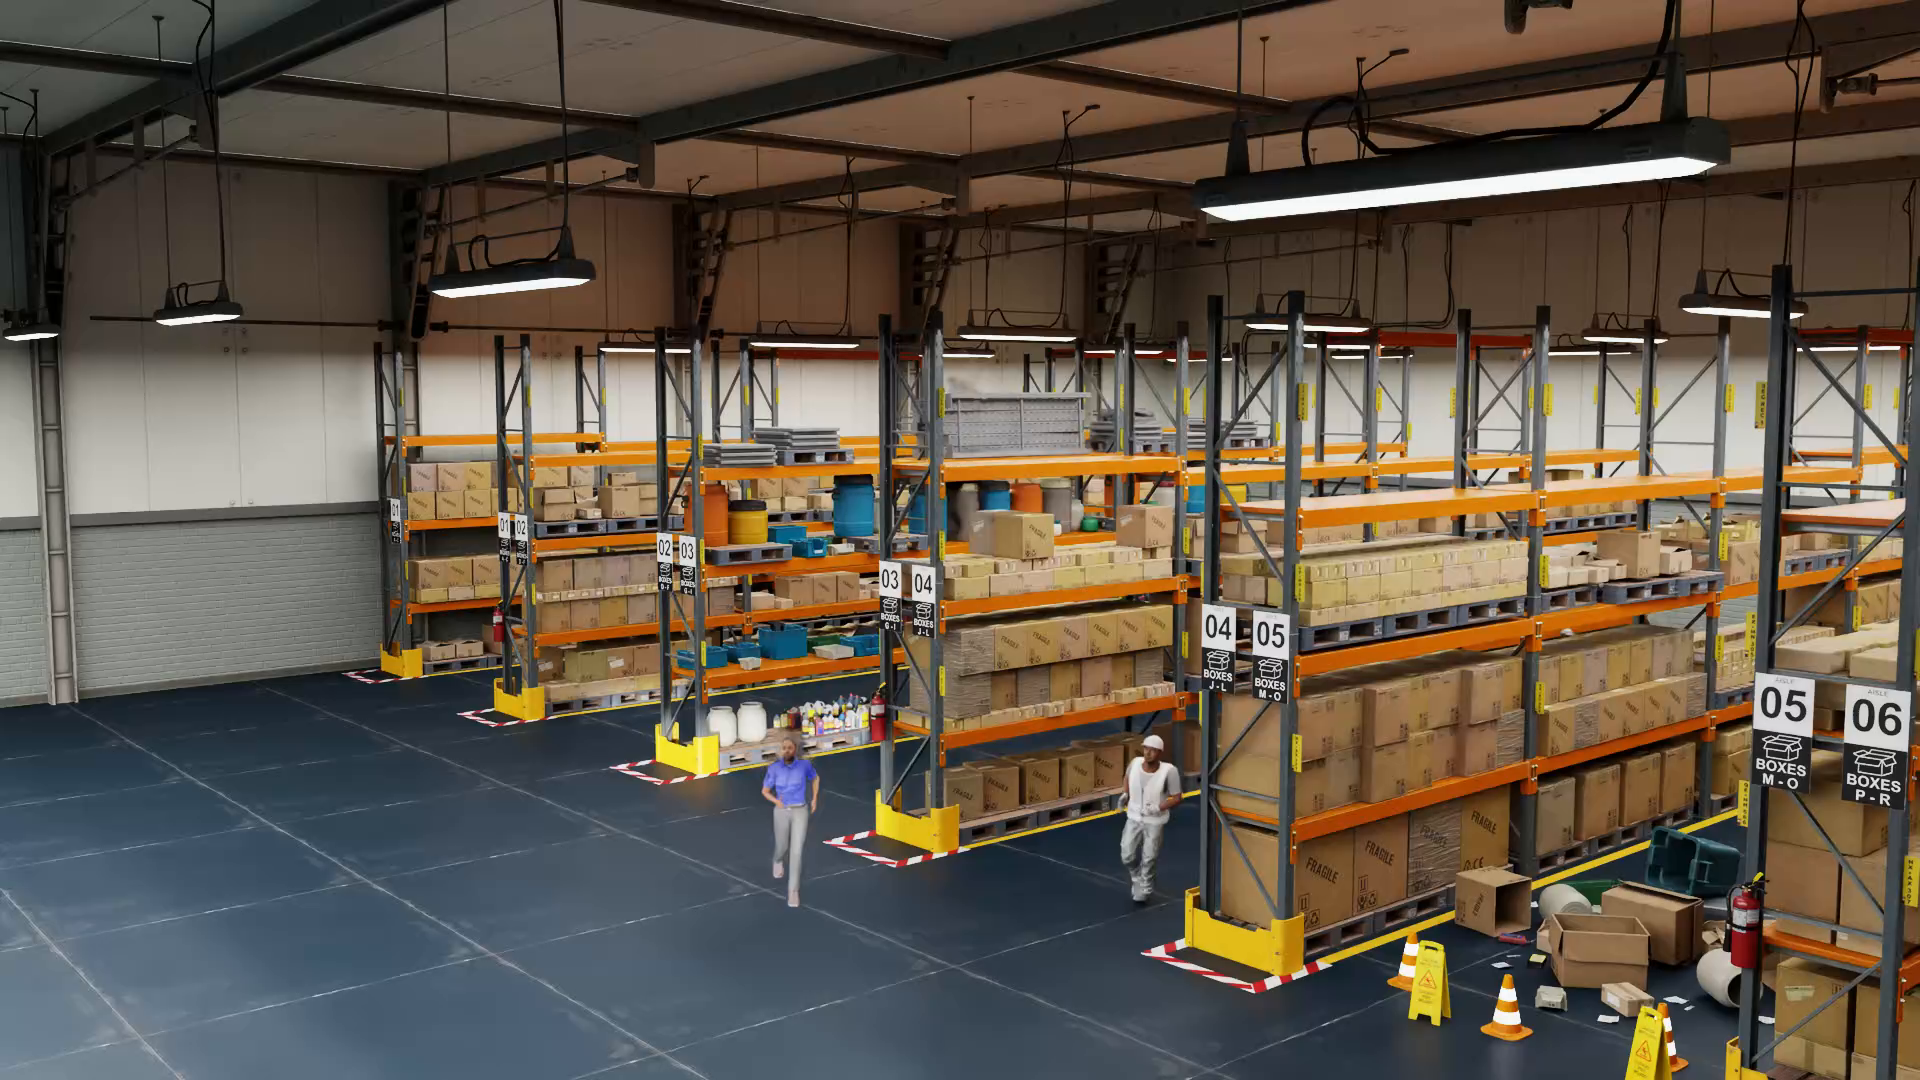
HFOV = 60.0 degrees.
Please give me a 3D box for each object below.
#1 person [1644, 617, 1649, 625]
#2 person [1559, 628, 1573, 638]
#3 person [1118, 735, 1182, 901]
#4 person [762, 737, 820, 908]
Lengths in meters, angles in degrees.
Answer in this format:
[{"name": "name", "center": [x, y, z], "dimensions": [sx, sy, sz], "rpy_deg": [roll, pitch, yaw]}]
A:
[{"name": "person", "center": [10.790, 1.989, 26.318], "dimensions": [0.560, 1.585, 0.686], "rpy_deg": [5, 7, 45]}, {"name": "person", "center": [8.901, 2.107, 24.549], "dimensions": [0.615, 1.655, 0.762], "rpy_deg": [4, 7, 38]}, {"name": "person", "center": [1.876, 2.787, 16.545], "dimensions": [0.666, 1.733, 0.588], "rpy_deg": [3, 6, 26]}, {"name": "person", "center": [-1.722, 2.811, 16.958], "dimensions": [0.589, 1.662, 0.908], "rpy_deg": [0, 5, -5]}]
